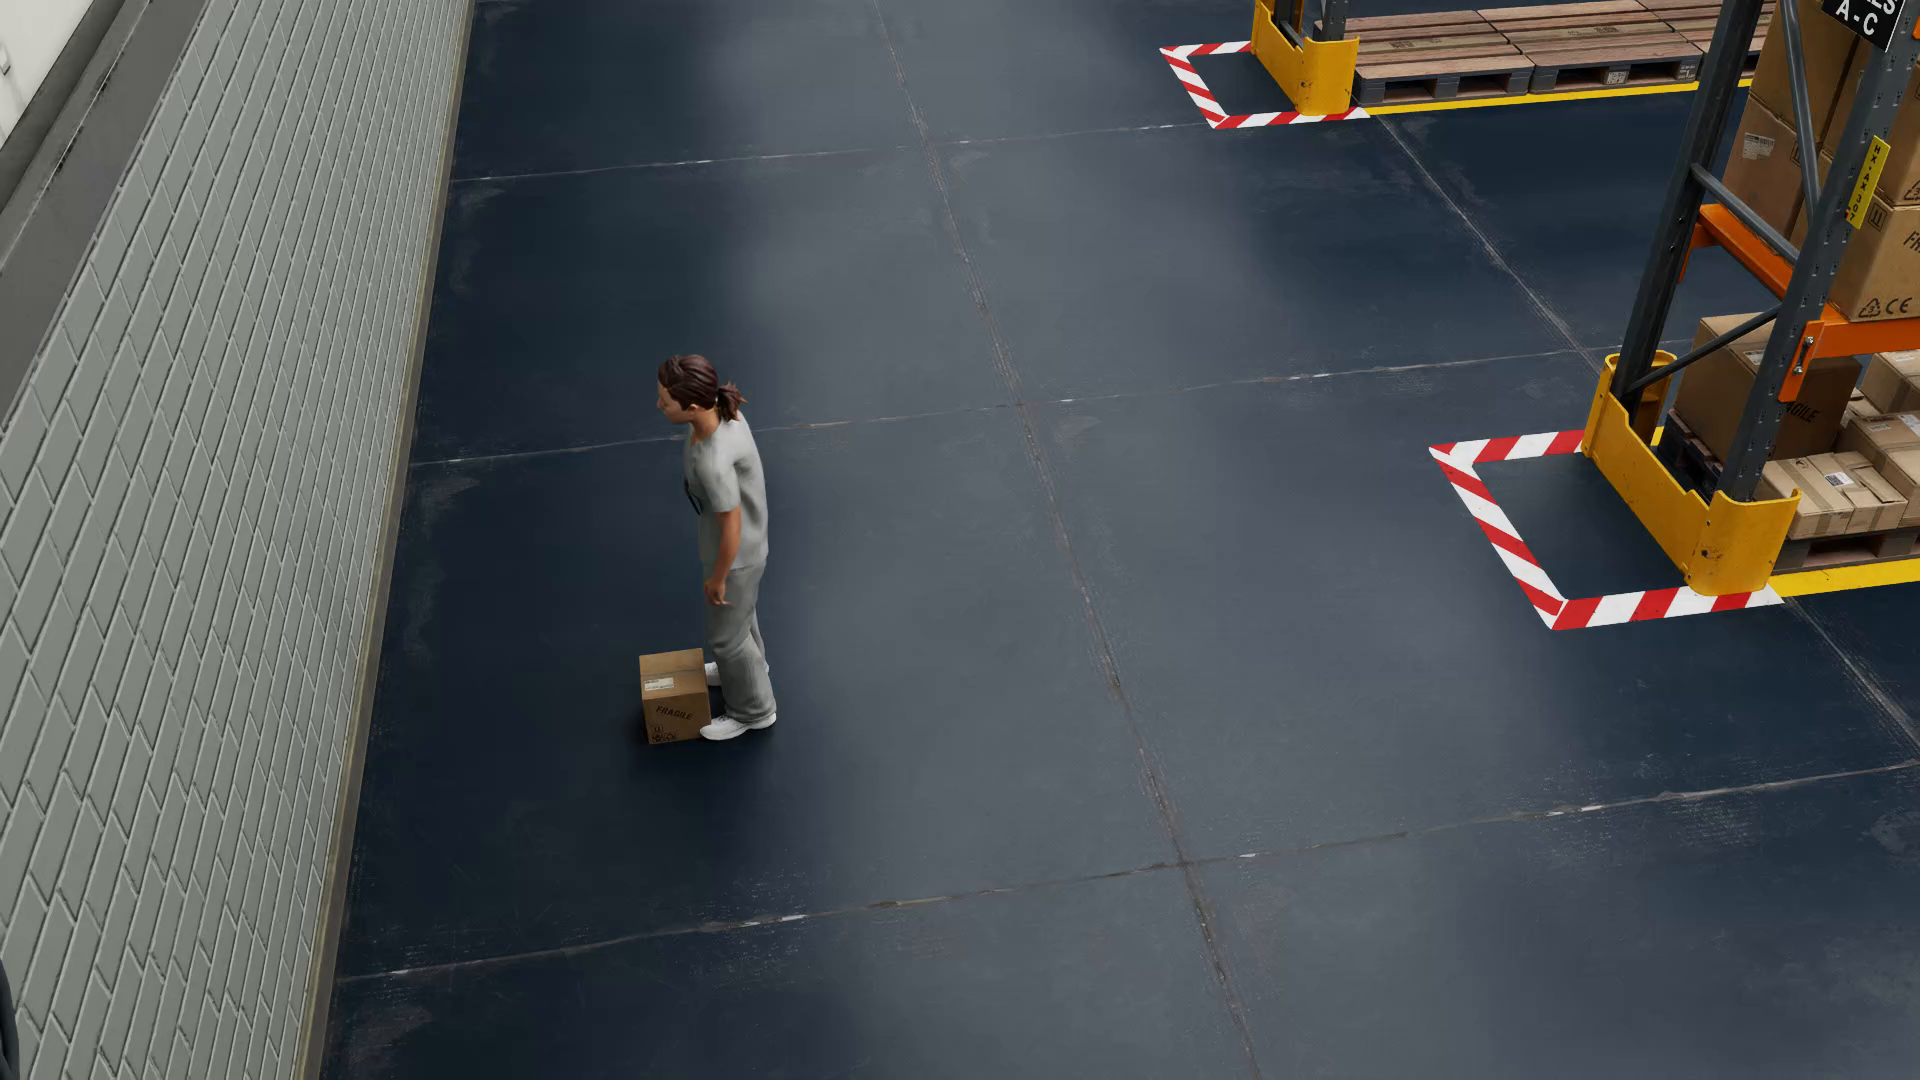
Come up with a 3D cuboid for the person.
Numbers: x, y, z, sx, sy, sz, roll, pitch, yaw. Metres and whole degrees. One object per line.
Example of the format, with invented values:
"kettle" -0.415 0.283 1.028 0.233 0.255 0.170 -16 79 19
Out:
"person" -0.875 0.024 6.124 0.356 1.673 0.487 -6 39 -8
